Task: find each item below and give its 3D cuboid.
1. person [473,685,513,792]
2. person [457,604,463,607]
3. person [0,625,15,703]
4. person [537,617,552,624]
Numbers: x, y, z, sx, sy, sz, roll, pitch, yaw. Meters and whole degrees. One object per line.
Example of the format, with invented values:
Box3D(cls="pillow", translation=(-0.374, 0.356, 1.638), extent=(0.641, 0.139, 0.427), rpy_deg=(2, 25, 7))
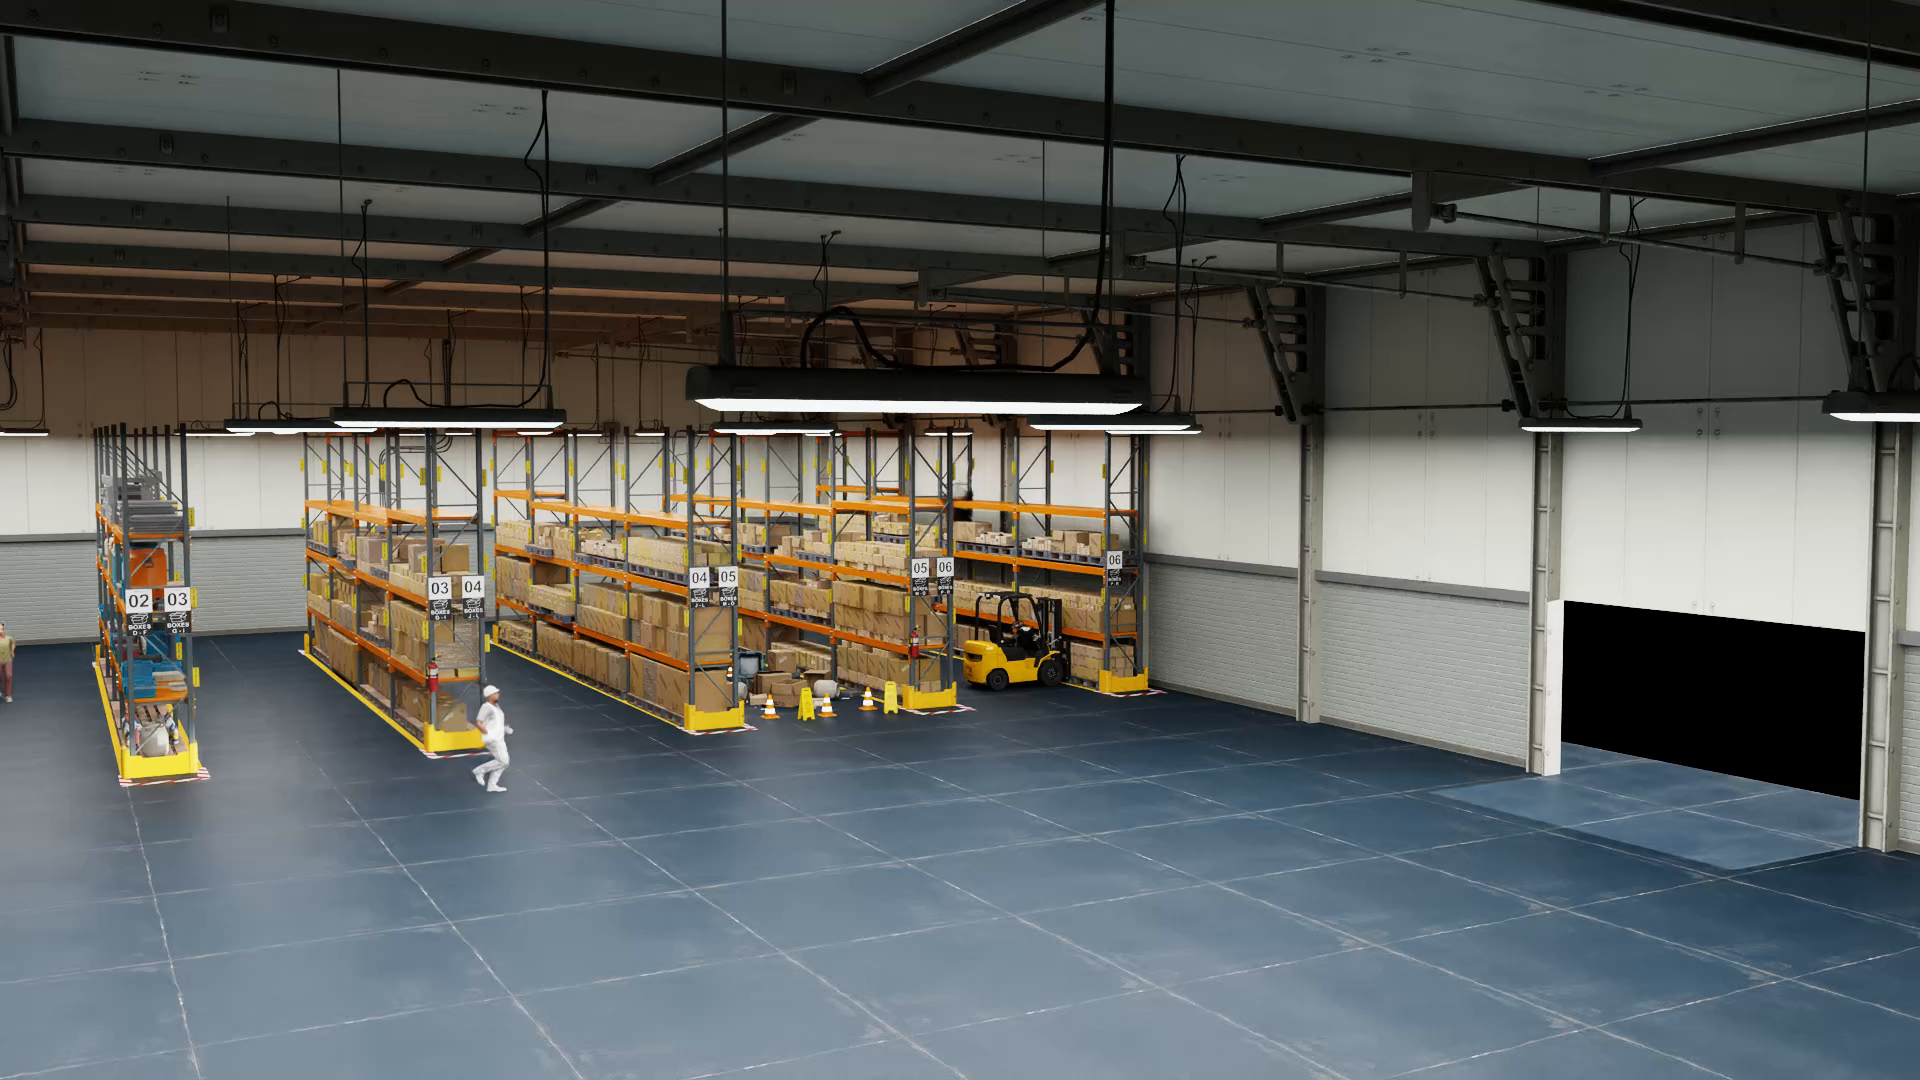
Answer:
Box3D(cls="person", translation=(-7.580, 3.223, 26.969), extent=(0.599, 1.733, 0.686), rpy_deg=(0, 3, -2))
Box3D(cls="person", translation=(-14.231, 2.121, 46.673), extent=(0.546, 1.567, 0.614), rpy_deg=(2, 4, 24))
Box3D(cls="person", translation=(-20.893, 2.677, 36.277), extent=(0.579, 1.668, 0.953), rpy_deg=(-3, 5, -42))
Box3D(cls="person", translation=(-12.224, 1.989, 48.270), extent=(0.827, 1.612, 0.649), rpy_deg=(1, 4, 23))
